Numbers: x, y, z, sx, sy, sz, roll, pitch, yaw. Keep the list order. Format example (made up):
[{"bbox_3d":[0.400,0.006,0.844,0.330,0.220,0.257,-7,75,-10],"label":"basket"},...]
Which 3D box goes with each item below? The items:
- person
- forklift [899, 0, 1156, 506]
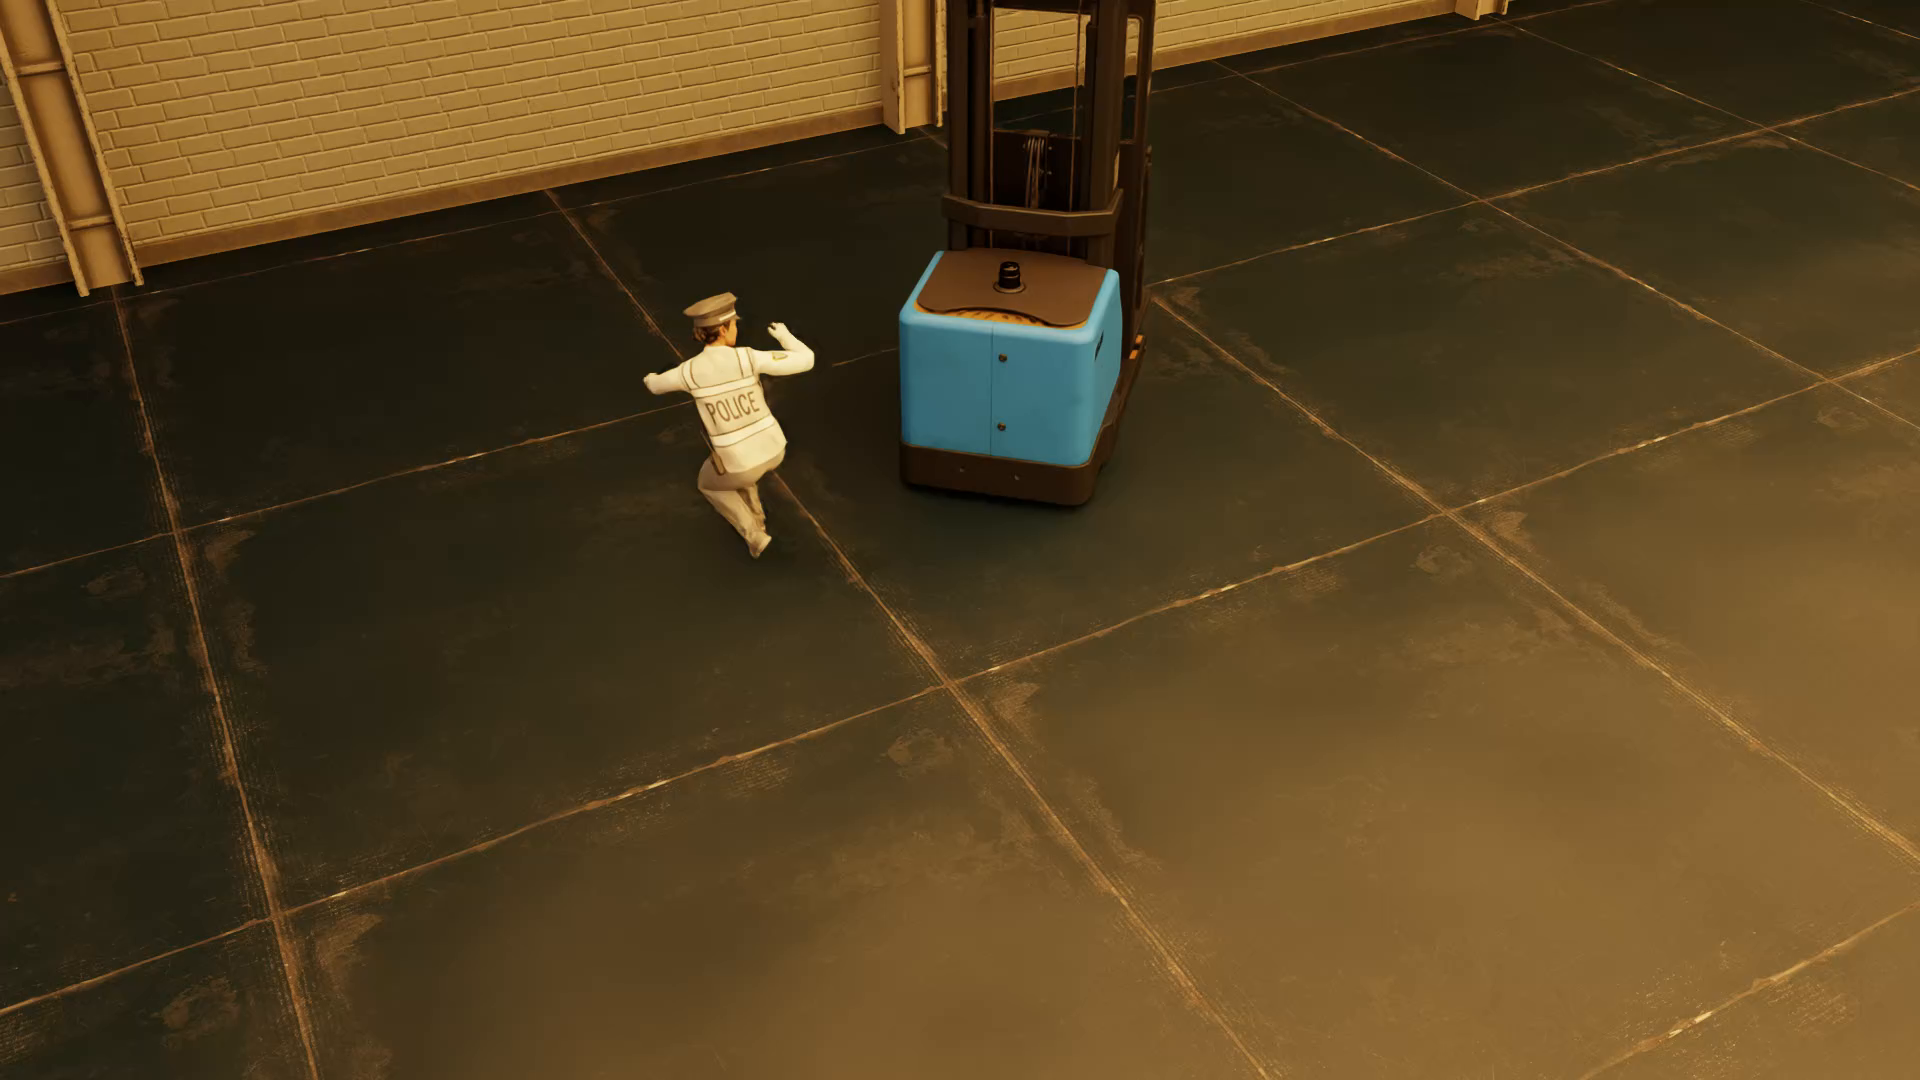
[{"bbox_3d":[-1.159,-0.622,8.345,0.708,1.401,0.945,-20,40,-26],"label":"person"},{"bbox_3d":[0.528,-2.228,9.275,1.130,2.935,3.031,8,36,12],"label":"forklift"}]
